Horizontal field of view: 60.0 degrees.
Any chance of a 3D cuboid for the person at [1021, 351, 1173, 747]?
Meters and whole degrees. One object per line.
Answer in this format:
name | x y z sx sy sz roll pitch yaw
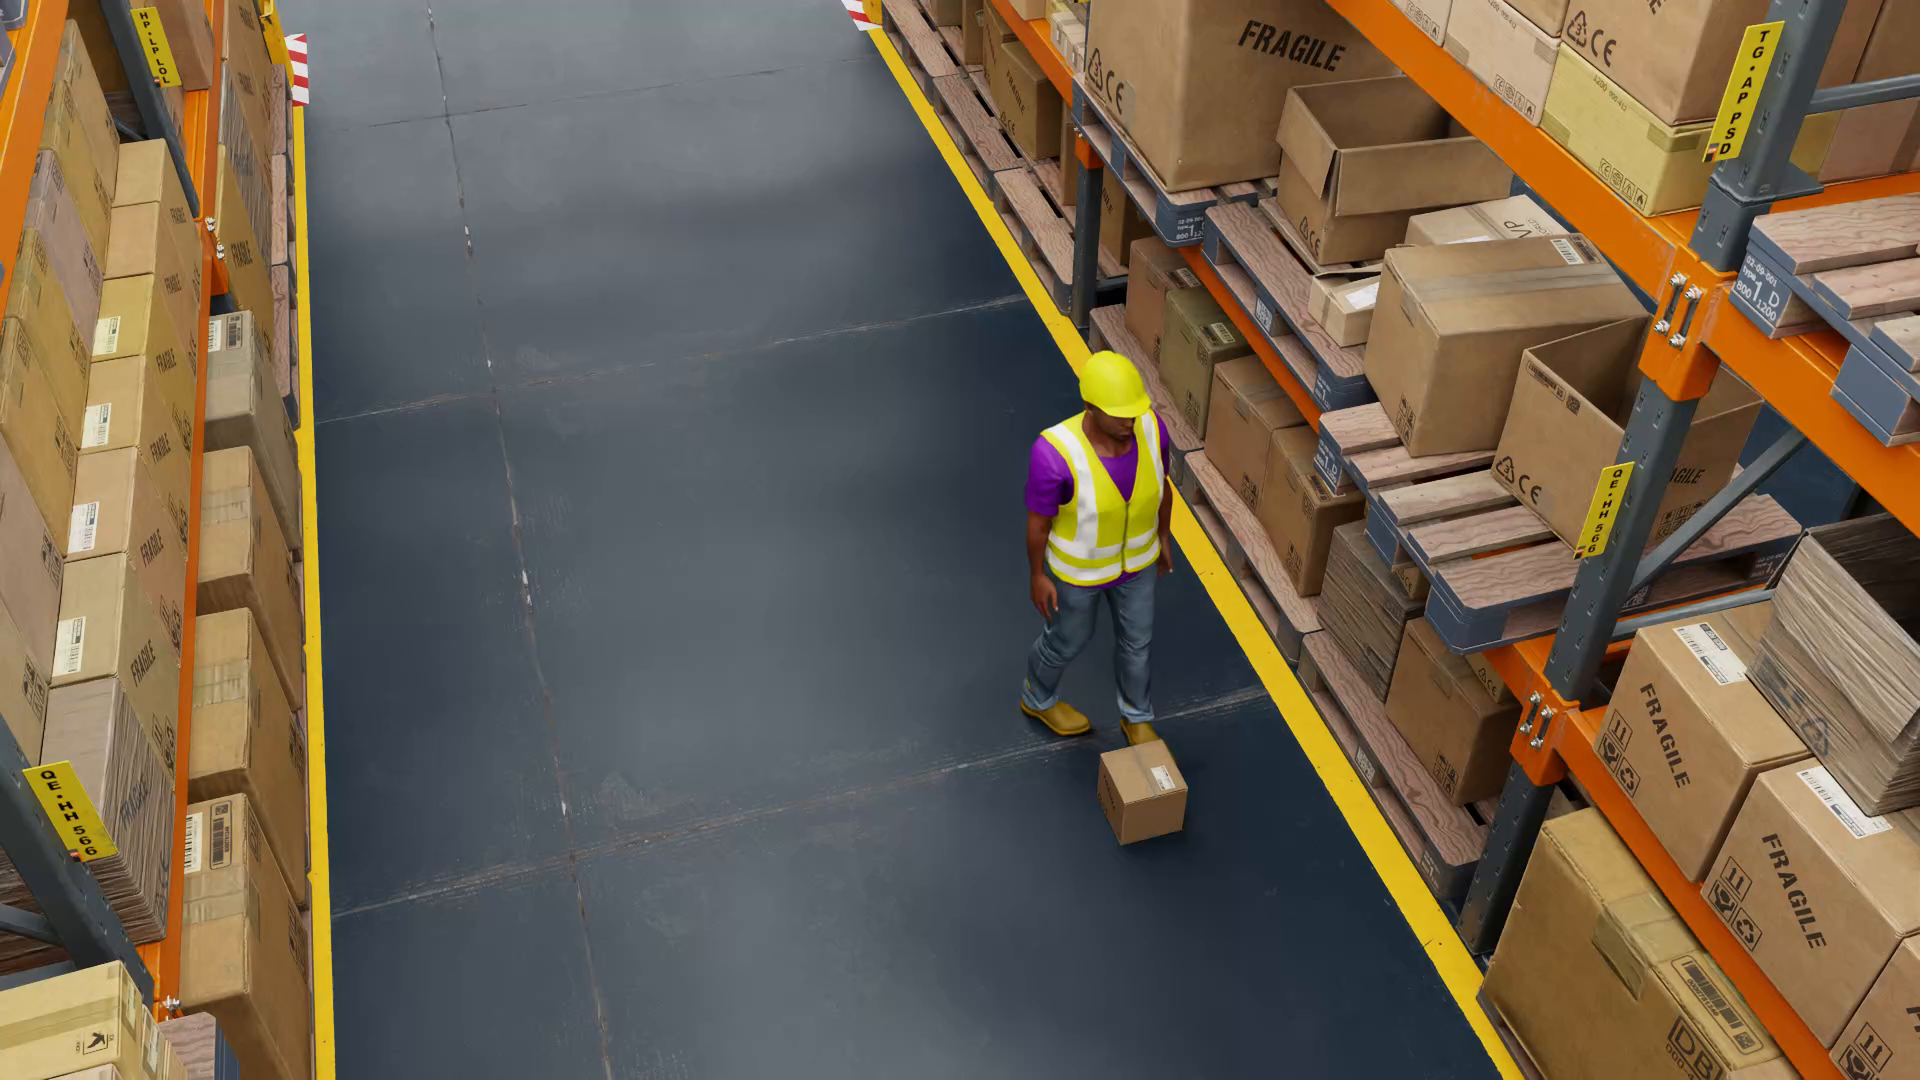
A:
person | 0.552 0.106 6.023 0.585 1.769 0.582 -18 45 -19
